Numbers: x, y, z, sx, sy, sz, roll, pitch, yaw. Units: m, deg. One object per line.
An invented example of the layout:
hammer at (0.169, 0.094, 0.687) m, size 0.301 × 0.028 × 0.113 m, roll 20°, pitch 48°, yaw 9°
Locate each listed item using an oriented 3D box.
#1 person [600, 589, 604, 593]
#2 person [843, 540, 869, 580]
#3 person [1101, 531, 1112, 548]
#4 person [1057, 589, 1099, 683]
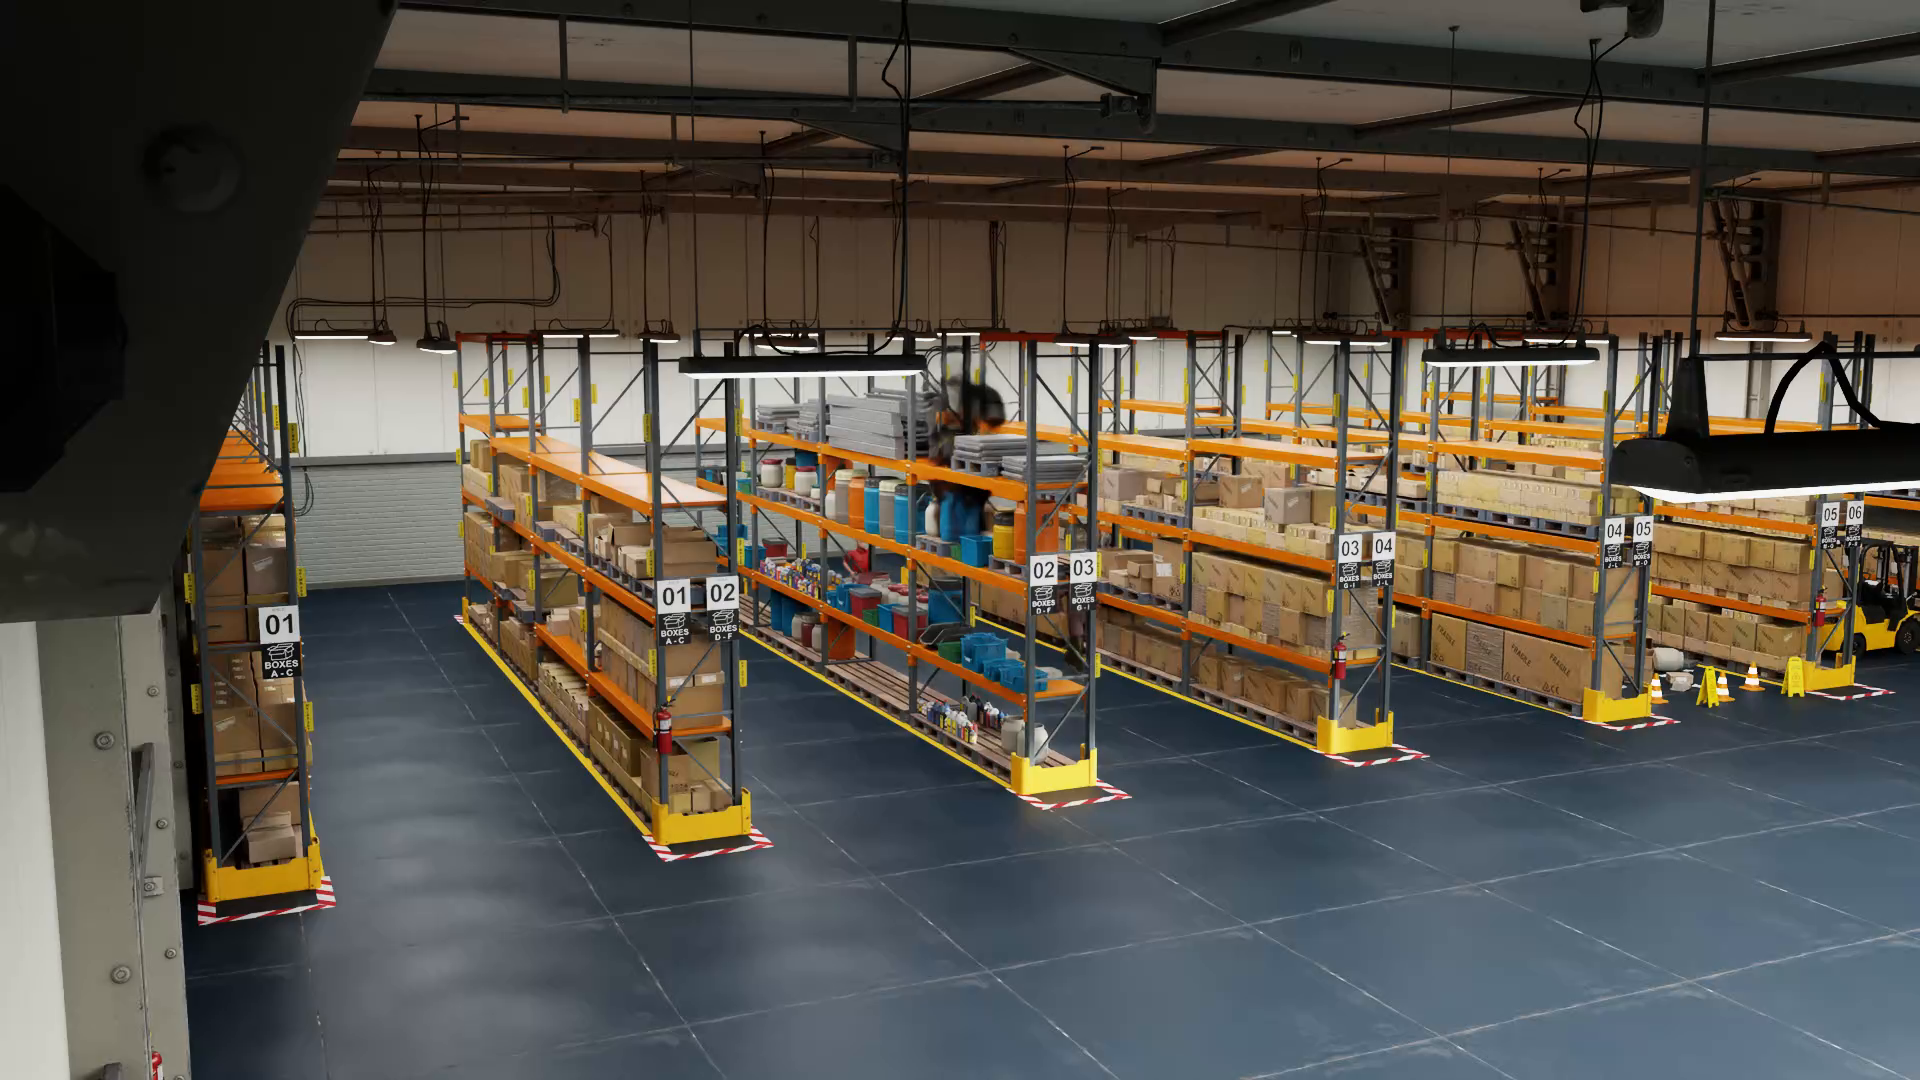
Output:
person at (-6.927, 0.988, 33.388) m, size 0.673 × 1.732 × 0.641 m, roll -5°, pitch 9°, yaw -34°
person at (-2.075, 0.803, 34.741) m, size 0.662 × 1.693 × 0.920 m, roll -6°, pitch 10°, yaw -38°
person at (3.681, -0.146, 41.992) m, size 0.898 × 1.615 × 0.626 m, roll 2°, pitch 8°, yaw 14°
person at (2.008, 1.423, 27.907) m, size 0.666 × 1.894 × 0.889 m, roll -6°, pitch 10°, yaw -37°
